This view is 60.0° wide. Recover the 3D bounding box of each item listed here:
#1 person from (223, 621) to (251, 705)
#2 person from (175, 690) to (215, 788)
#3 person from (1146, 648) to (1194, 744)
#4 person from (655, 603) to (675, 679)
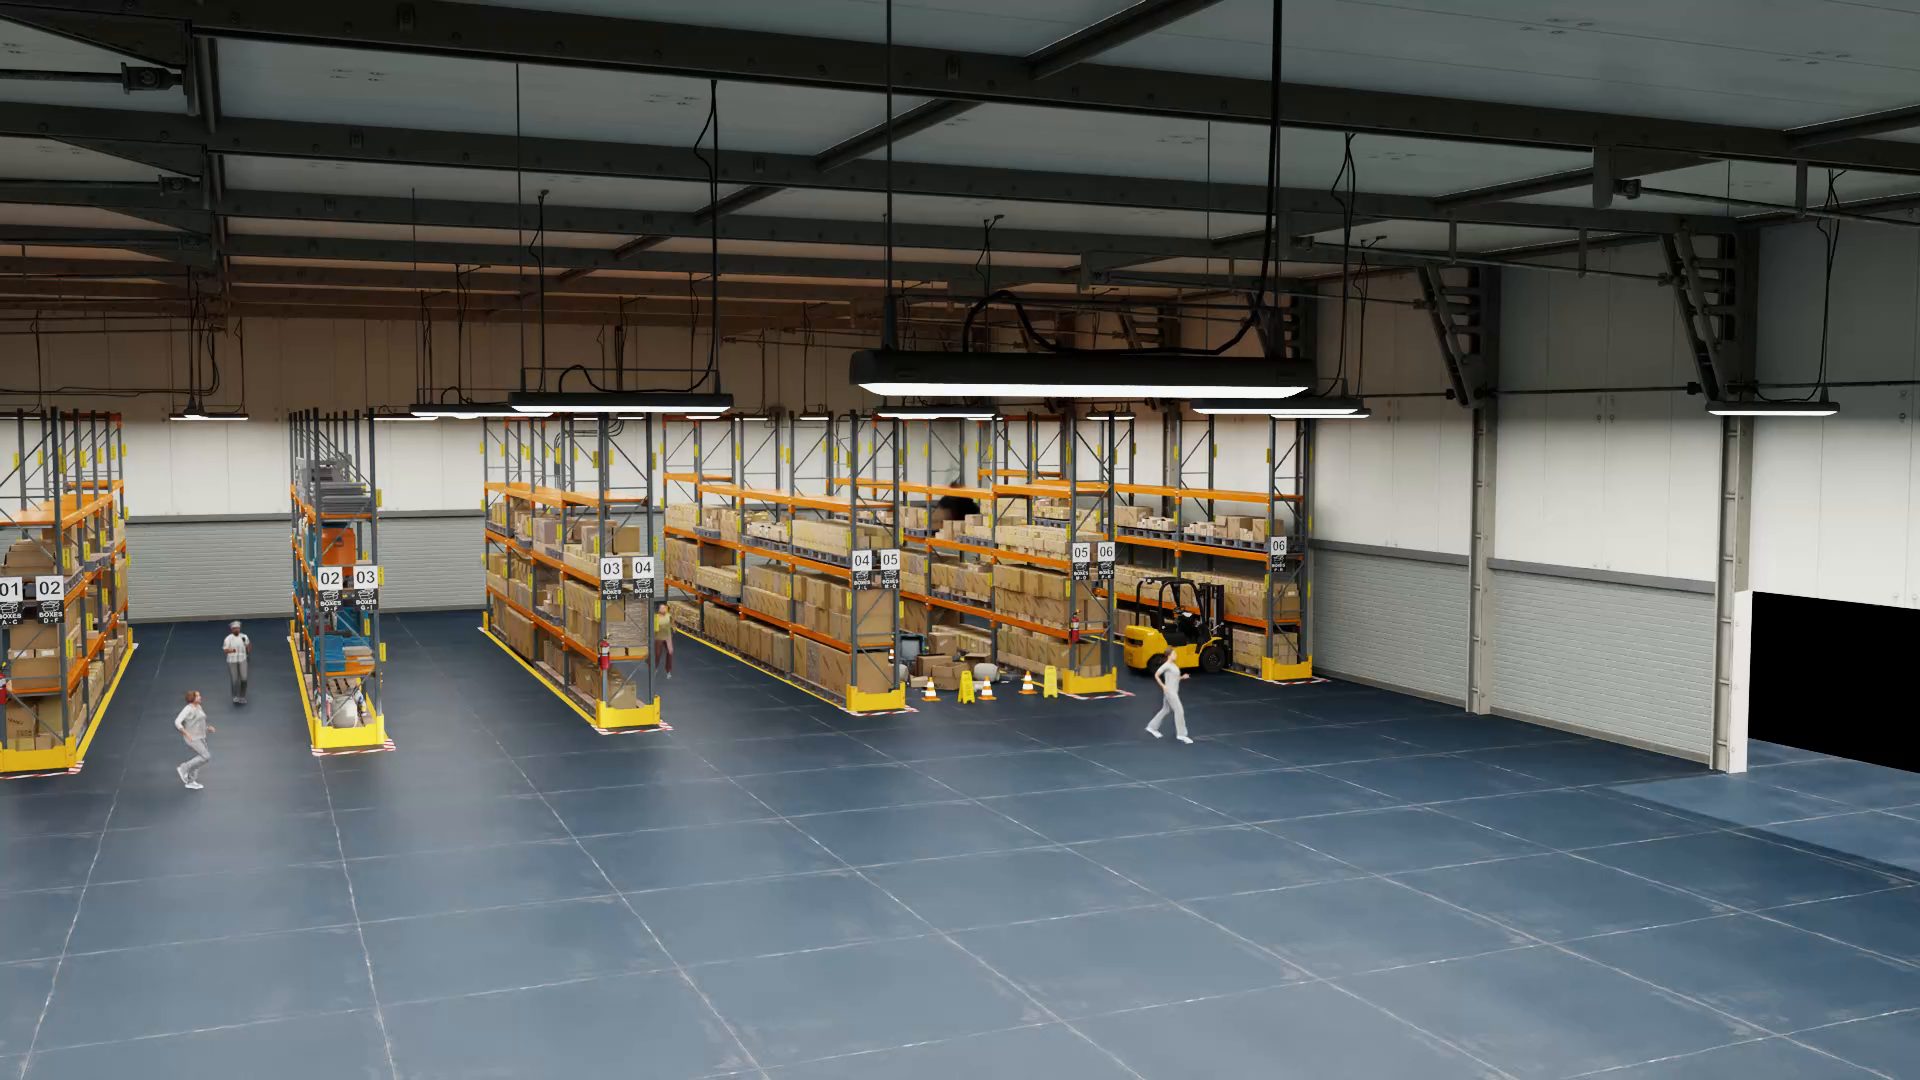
[{"bbox_3d":[-14.714,2.512,33.898,0.558,1.728,0.667,-2,5,-30],"label":"person"},{"bbox_3d":[-11.960,3.122,26.057,0.537,1.558,0.534,0,4,1],"label":"person"},{"bbox_3d":[3.773,2.776,29.869,0.895,1.697,0.552,1,4,19],"label":"person"},{"bbox_3d":[-6.710,2.261,37.562,0.583,1.708,0.869,-2,4,-24],"label":"person"}]
